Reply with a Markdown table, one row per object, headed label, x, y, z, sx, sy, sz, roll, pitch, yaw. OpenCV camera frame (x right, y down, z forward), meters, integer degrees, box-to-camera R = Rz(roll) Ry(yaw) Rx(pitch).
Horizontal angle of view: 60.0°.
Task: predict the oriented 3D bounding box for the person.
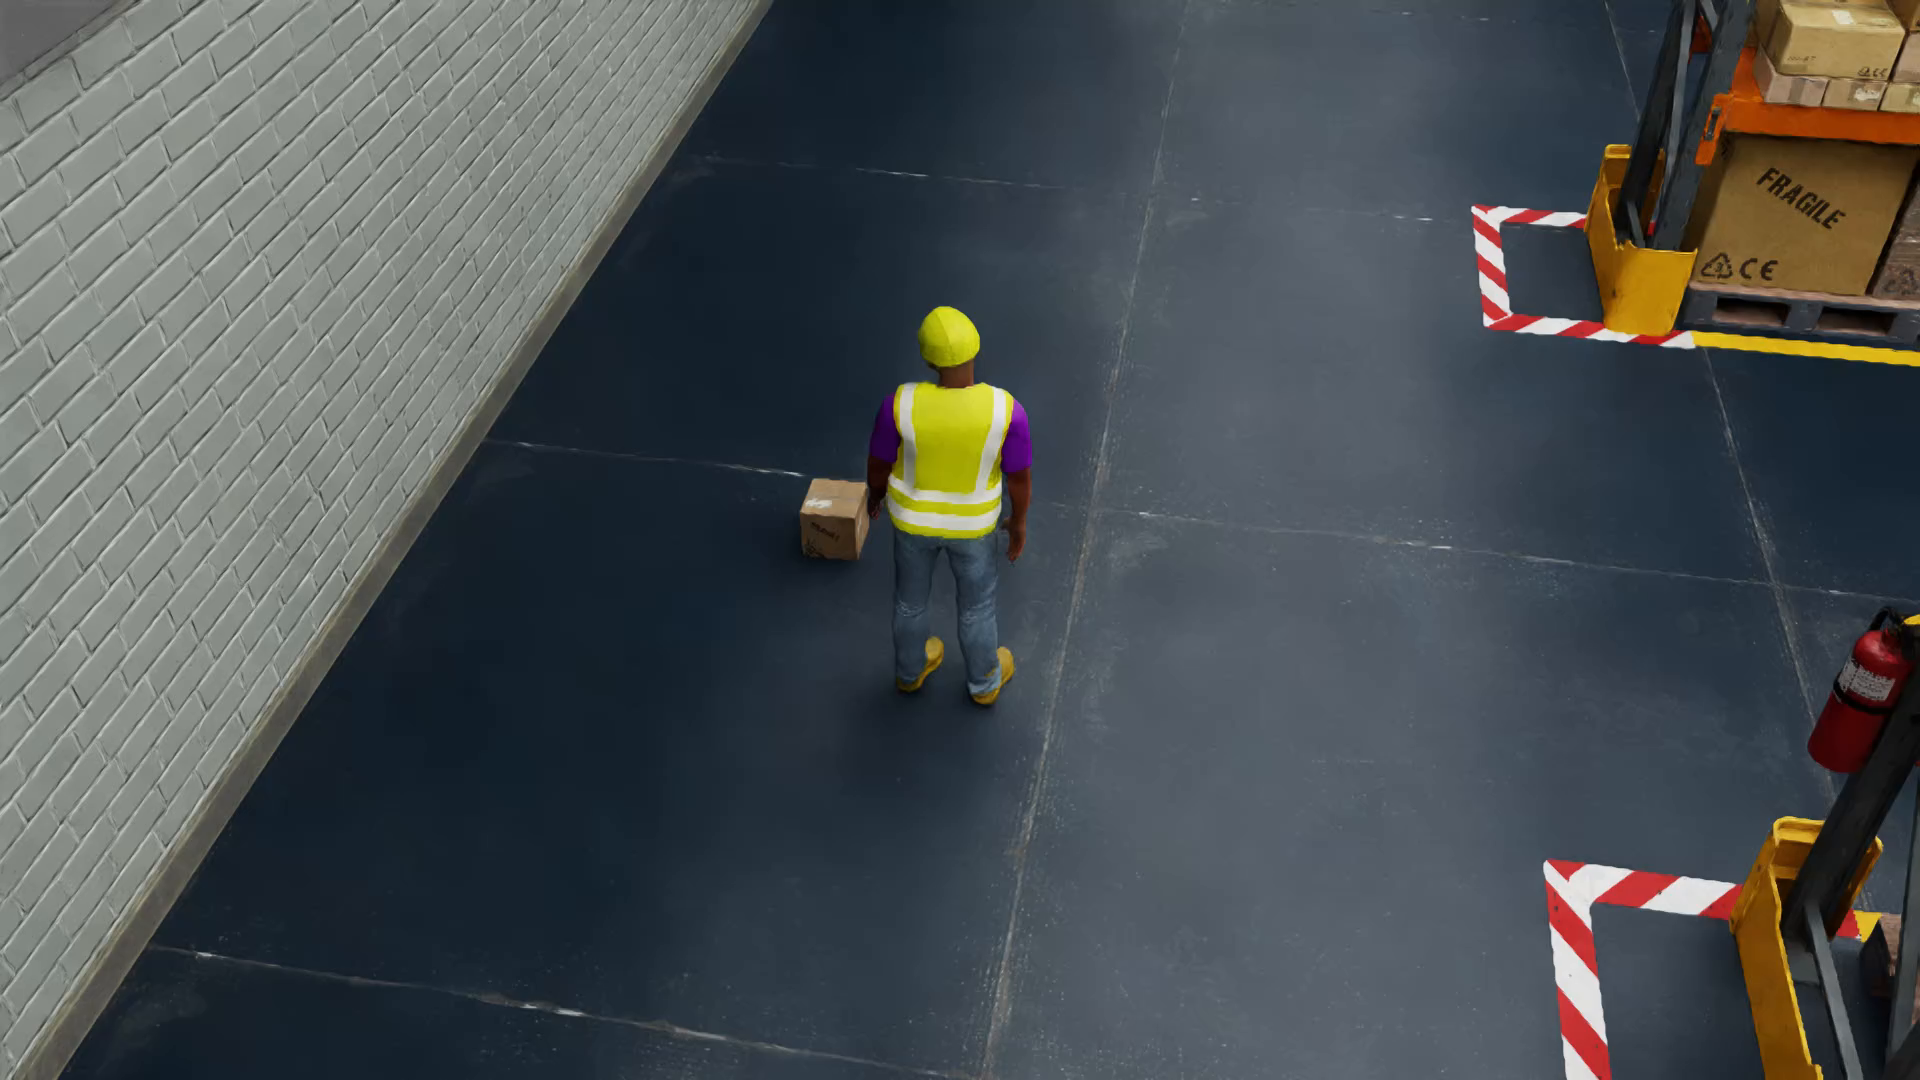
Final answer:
| label | x | y | z | sx | sy | sz | roll | pitch | yaw |
| --- | --- | --- | --- | --- | --- | --- | --- | --- | --- |
| person | -0.047 | -0.106 | 6.225 | 0.625 | 1.772 | 0.381 | 2 | 40 | 3 |
